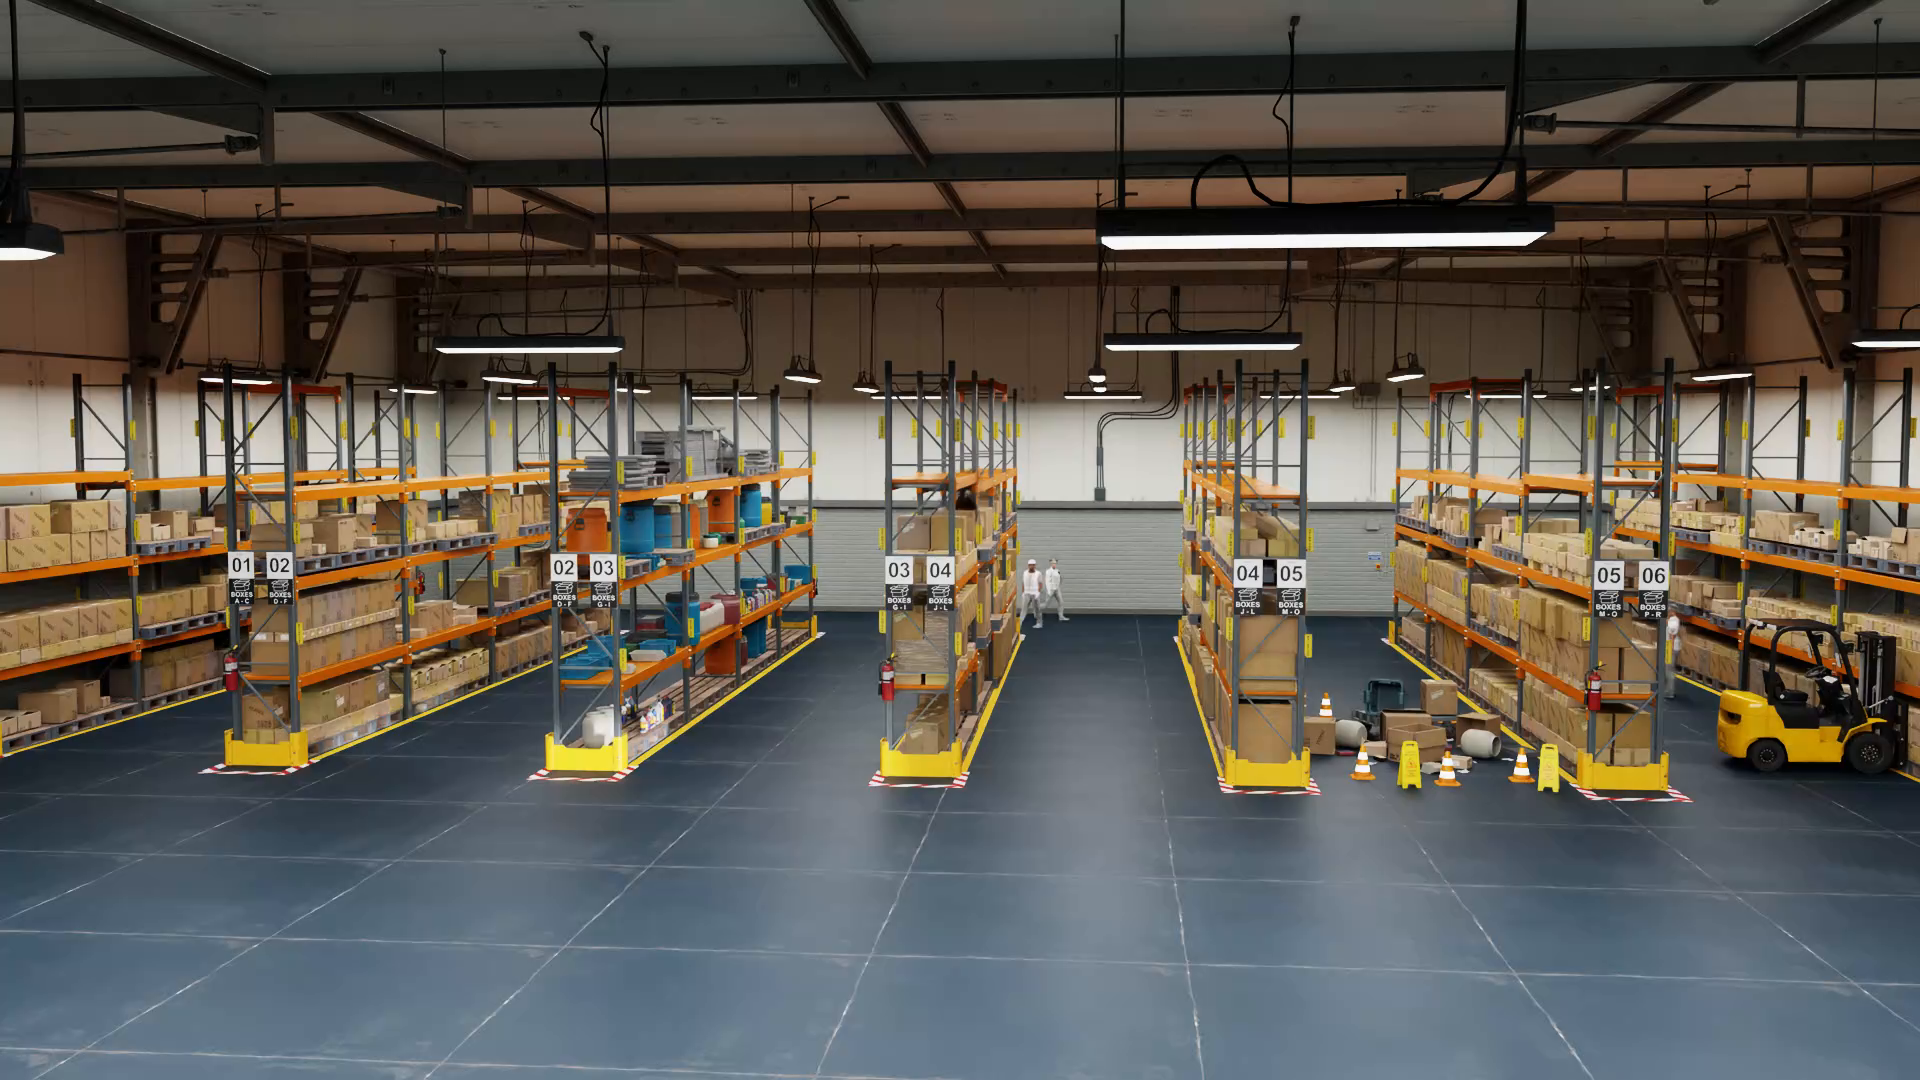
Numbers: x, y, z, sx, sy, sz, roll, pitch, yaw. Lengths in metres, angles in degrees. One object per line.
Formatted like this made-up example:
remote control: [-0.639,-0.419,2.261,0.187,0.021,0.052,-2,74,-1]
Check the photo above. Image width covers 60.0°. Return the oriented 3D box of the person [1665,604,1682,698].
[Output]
person: [13.305,2.068,31.286,0.488,1.777,0.582,3,5,37]

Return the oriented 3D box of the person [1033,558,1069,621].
person: [2.410,1.293,43.707,0.954,1.641,0.546,2,4,28]

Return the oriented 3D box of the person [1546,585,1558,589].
person: [14.314,1.468,40.180,0.630,1.757,0.582,0,4,3]

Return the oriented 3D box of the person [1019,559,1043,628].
person: [1.713,1.365,41.684,0.615,1.742,0.964,3,5,40]
